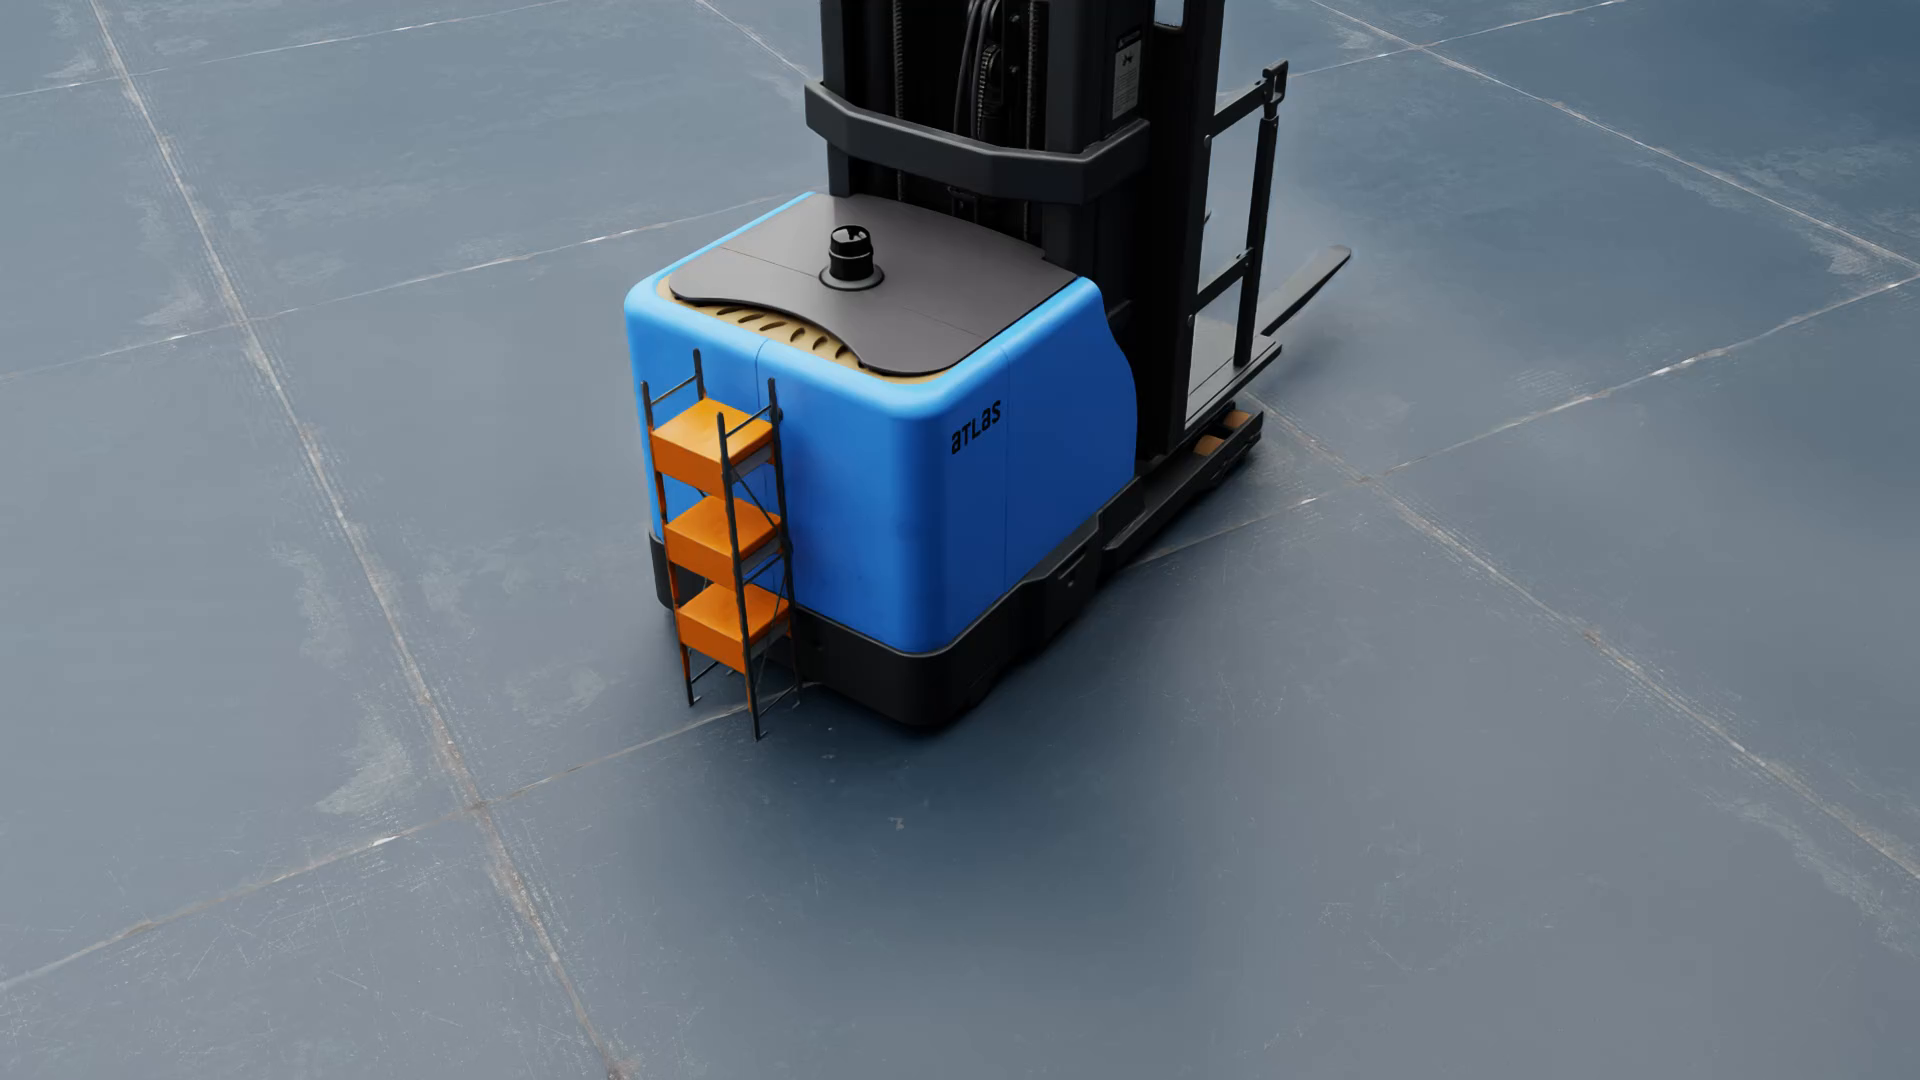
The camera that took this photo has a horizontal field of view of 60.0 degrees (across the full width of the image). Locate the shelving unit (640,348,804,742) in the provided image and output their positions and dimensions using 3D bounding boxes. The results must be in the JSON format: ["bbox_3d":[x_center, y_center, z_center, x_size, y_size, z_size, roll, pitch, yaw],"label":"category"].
[{"bbox_3d":[-0.600,0.035,4.308,0.252,1.050,0.215,23,43,28],"label":"shelving unit"}]

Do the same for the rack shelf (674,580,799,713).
[{"bbox_3d":[-0.597,0.266,4.482,0.240,0.259,0.215,23,43,28],"label":"rack shelf"}]

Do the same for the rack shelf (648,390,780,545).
[{"bbox_3d":[-0.603,-0.183,4.143,0.240,0.259,0.215,23,43,28],"label":"rack shelf"}]

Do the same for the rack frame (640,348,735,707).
[{"bbox_3d":[-0.700,-0.007,4.365,0.008,1.050,0.200,23,43,28],"label":"rack frame"}]

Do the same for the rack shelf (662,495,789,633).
[{"bbox_3d":[-0.600,0.044,4.314,0.240,0.259,0.215,23,43,28],"label":"rack shelf"}]

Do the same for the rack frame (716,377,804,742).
[{"bbox_3d":[-0.501,0.077,4.251,0.008,1.050,0.200,23,43,28],"label":"rack frame"}]

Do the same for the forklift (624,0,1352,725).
[{"bbox_3d":[0.364,-1.512,4.835,1.130,2.935,3.031,23,42,28],"label":"forklift"}]
